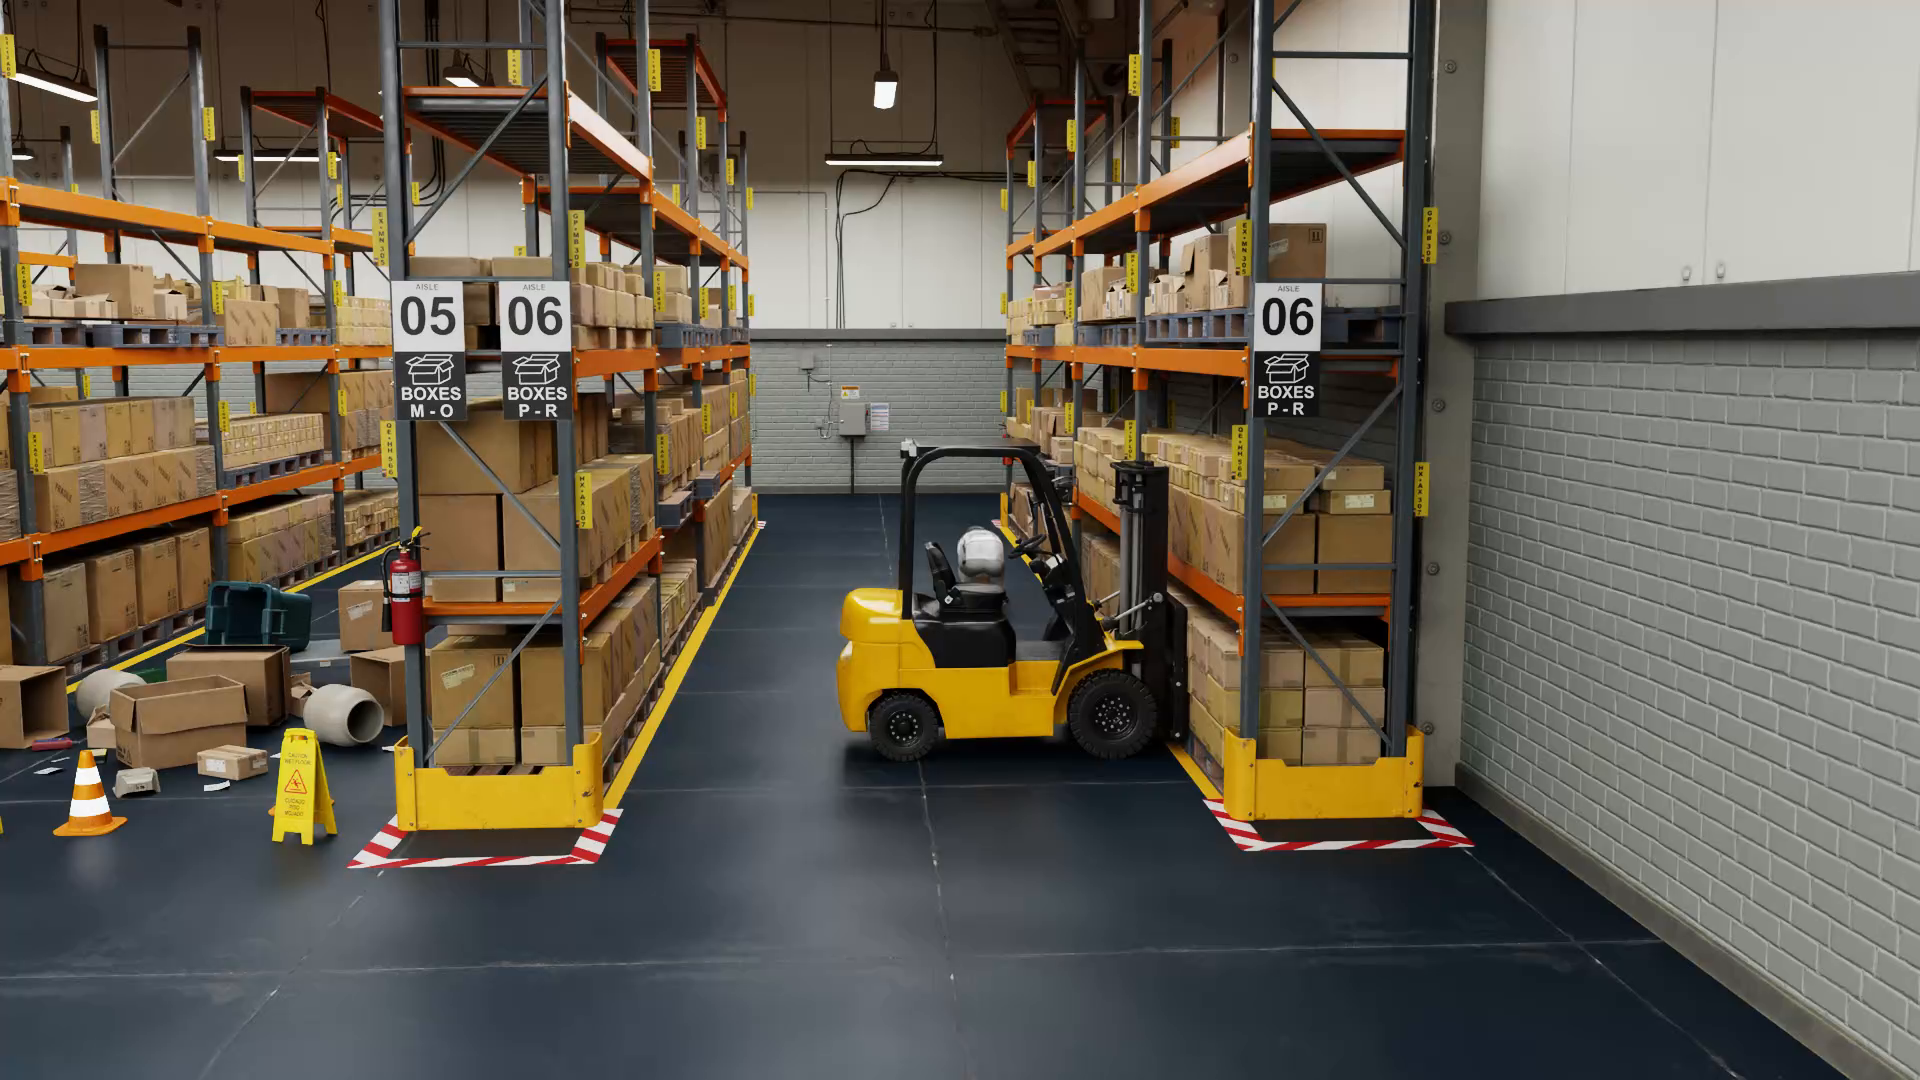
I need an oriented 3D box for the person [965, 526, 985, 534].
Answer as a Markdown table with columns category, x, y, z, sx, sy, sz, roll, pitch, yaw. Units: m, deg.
| category | x | y | z | sx | sy | sz | roll | pitch | yaw |
| --- | --- | --- | --- | --- | --- | --- | --- | --- | --- |
| person | 0.237 | 0.279 | 18.407 | 0.449 | 0.807 | 0.858 | 0 | 7 | -1 |
